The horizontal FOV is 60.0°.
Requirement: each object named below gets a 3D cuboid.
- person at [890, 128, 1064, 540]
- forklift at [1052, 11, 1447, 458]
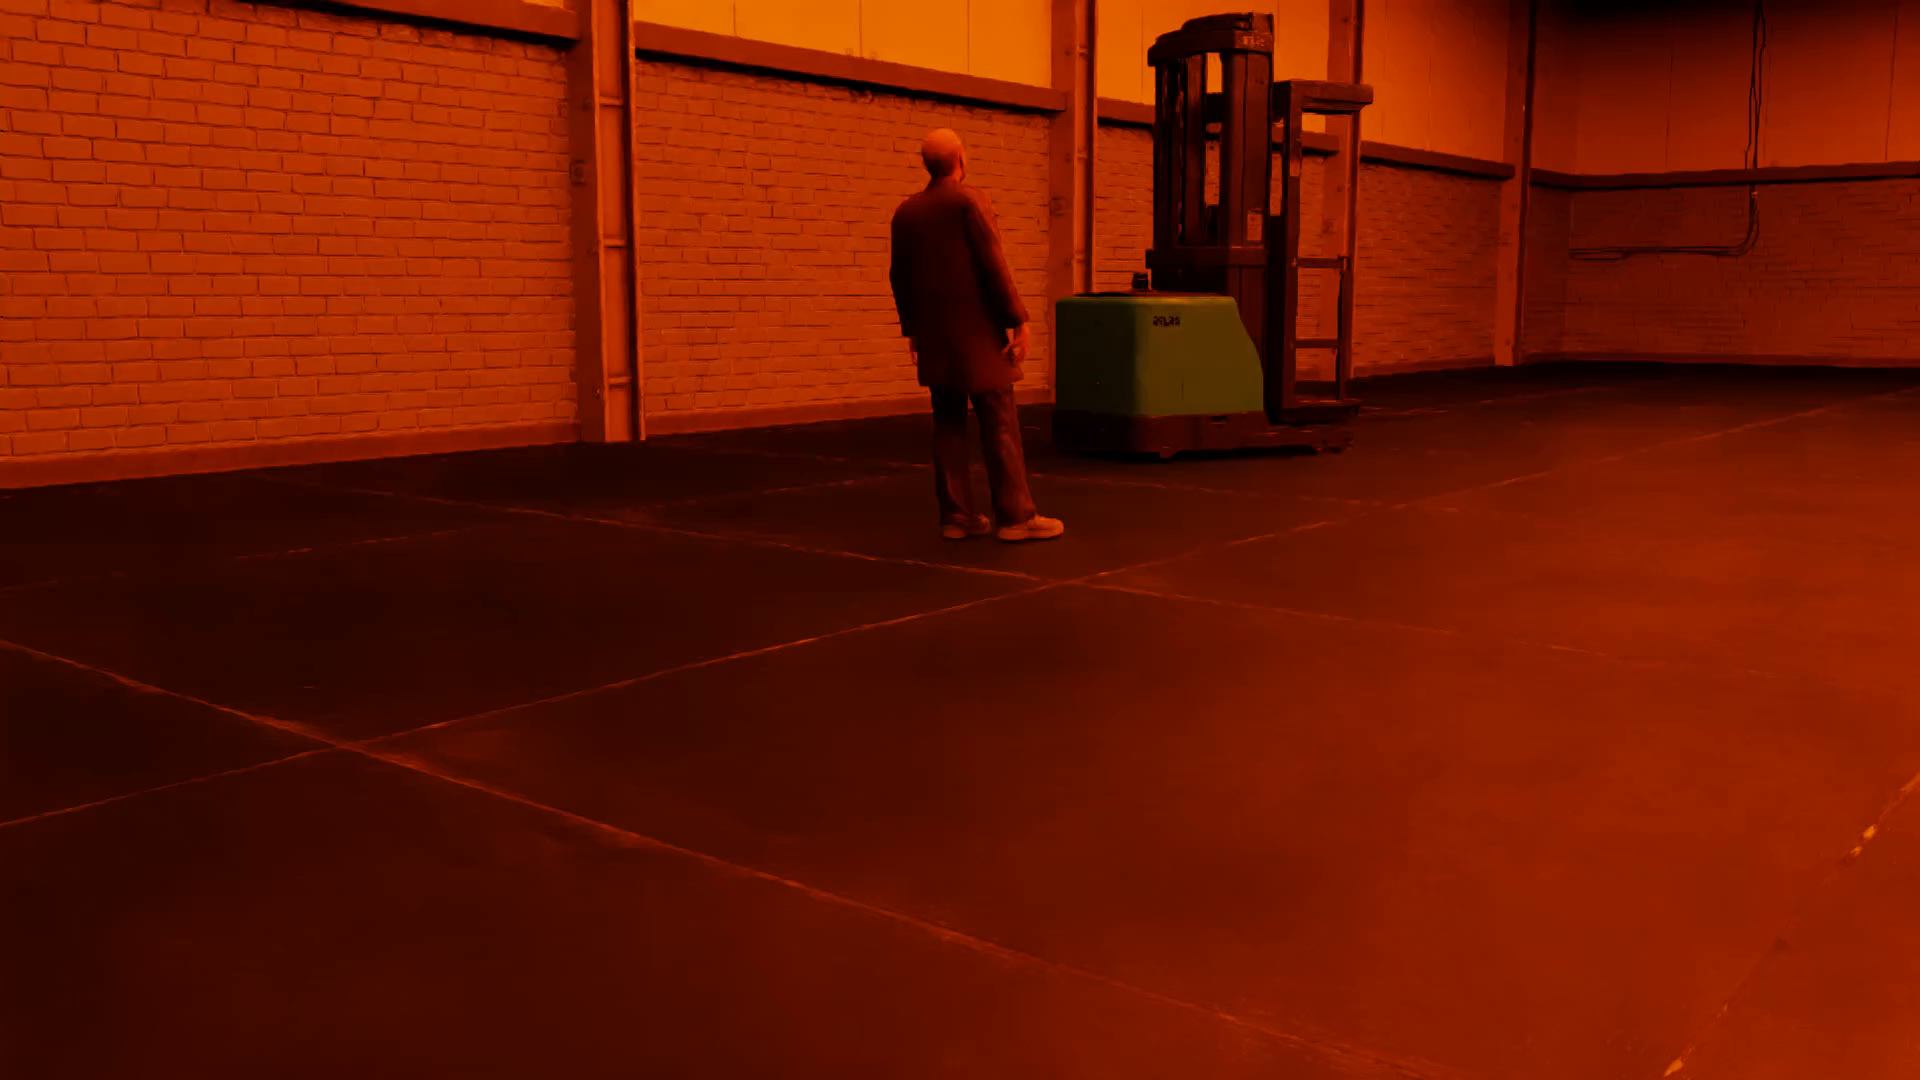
[{"bbox_3d":[0.061,-0.896,7.343,0.694,1.776,0.580,7,11,38],"label":"person"},{"bbox_3d":[2.170,-2.114,11.731,3.031,2.935,1.130,-5,10,-31],"label":"forklift"}]
